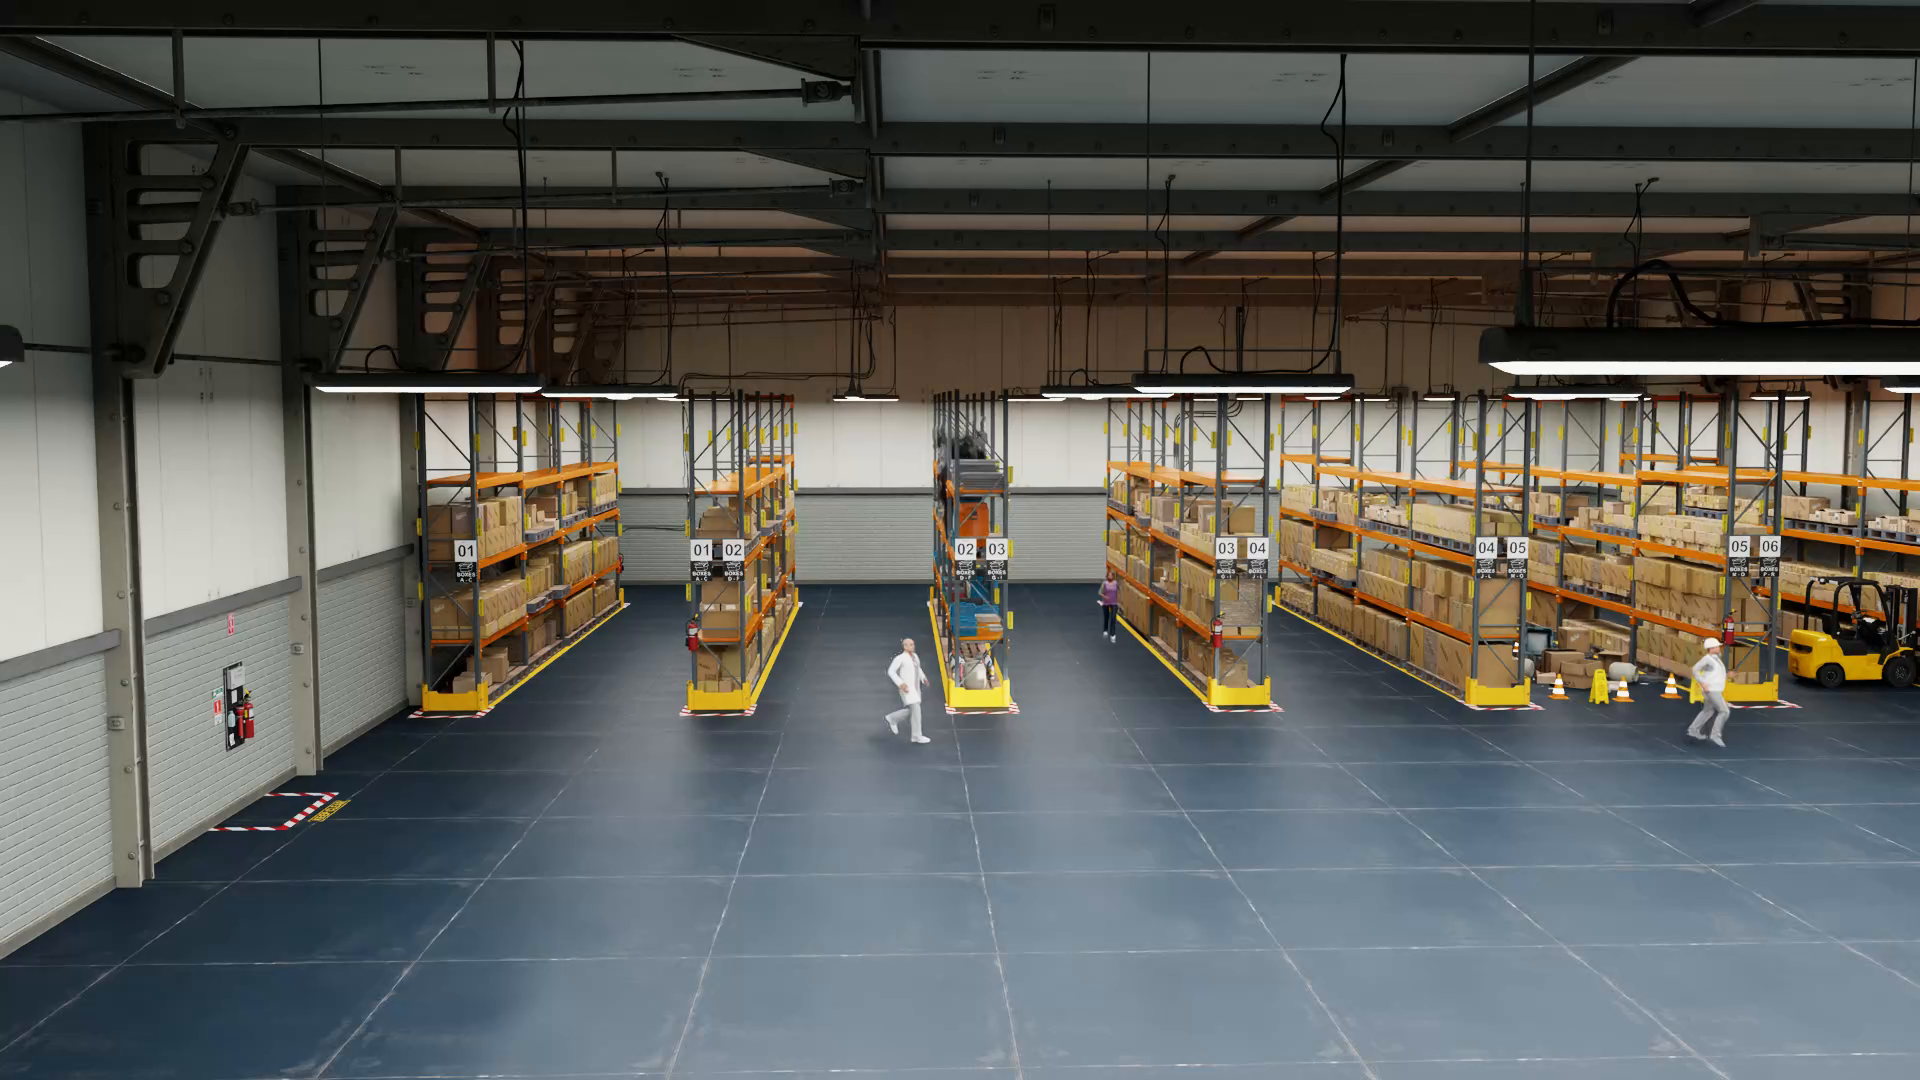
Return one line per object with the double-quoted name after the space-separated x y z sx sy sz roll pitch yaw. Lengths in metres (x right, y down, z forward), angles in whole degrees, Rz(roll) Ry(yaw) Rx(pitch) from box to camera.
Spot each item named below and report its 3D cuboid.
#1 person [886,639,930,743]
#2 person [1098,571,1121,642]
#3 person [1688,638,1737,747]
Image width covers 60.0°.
-0.903 2.540 28.219 0.934 1.751 0.742 3 5 31 "person"
3.458 1.506 38.303 0.559 1.613 0.789 0 5 -6 "person"
12.660 2.563 27.974 0.744 1.831 0.624 3 6 35 "person"
